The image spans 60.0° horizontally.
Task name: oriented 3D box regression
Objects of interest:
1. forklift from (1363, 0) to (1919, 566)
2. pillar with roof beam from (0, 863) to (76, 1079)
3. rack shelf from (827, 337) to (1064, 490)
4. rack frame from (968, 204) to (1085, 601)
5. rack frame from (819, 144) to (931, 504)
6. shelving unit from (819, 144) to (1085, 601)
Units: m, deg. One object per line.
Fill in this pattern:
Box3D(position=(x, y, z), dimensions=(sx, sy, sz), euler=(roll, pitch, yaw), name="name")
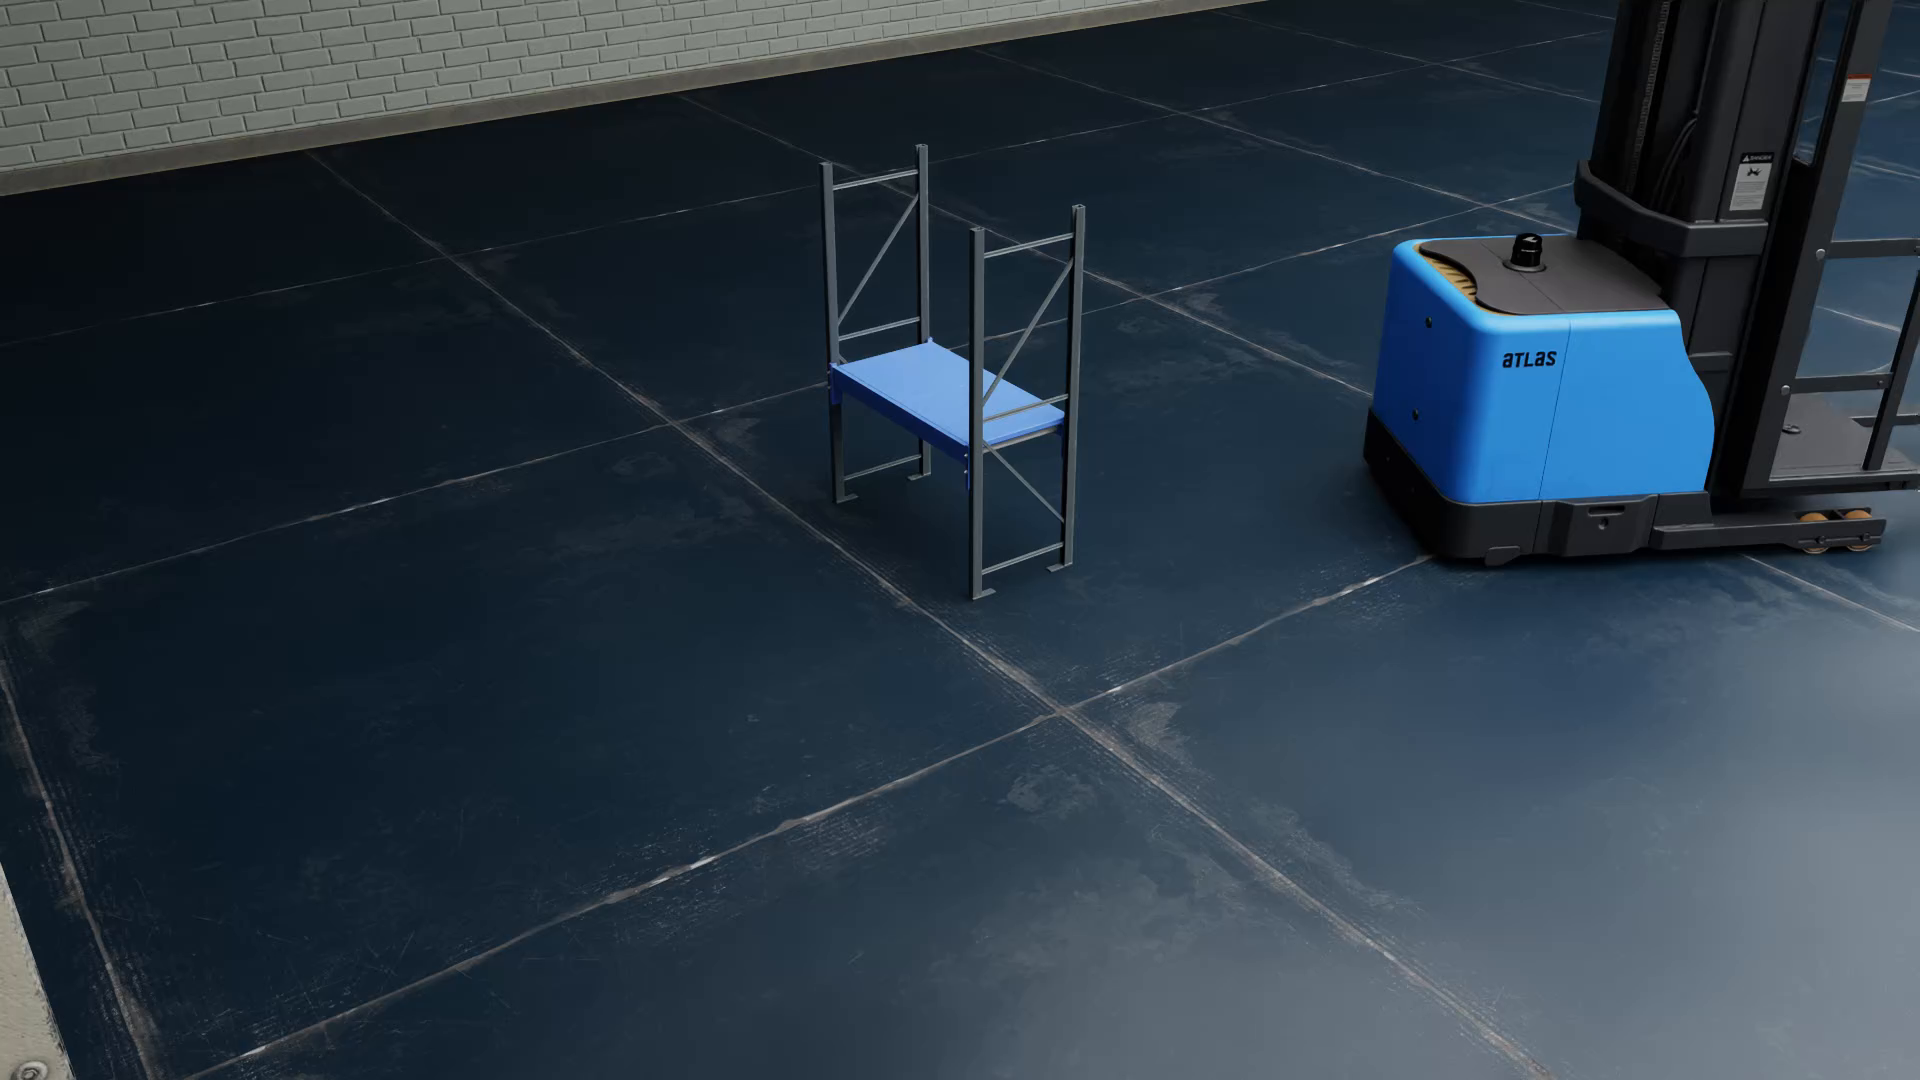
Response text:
Box3D(position=(3.374, -1.478, 6.617), dimensions=(3.031, 2.935, 1.130), euler=(-3, 29, -6), name="forklift")
Box3D(position=(1.161, -3.622, 4.207), dimensions=(9.100, 9.000, 0.400), euler=(-19, 34, -31), name="pillar with roof beam")
Box3D(position=(-0.049, -0.534, 6.756), dimensions=(0.538, 0.185, 1.000), euler=(-19, 34, -31), name="rack shelf")
Box3D(position=(0.245, -0.495, 6.306), dimensions=(0.500, 1.500, 0.032), euler=(-19, 34, -31), name="rack frame")
Box3D(position=(-0.344, -0.890, 7.034), dimensions=(0.500, 1.500, 0.032), euler=(-19, 34, -31), name="rack frame")
Box3D(position=(-0.049, -0.692, 6.670), dimensions=(0.538, 1.500, 1.048), euler=(-19, 34, -31), name="shelving unit")
